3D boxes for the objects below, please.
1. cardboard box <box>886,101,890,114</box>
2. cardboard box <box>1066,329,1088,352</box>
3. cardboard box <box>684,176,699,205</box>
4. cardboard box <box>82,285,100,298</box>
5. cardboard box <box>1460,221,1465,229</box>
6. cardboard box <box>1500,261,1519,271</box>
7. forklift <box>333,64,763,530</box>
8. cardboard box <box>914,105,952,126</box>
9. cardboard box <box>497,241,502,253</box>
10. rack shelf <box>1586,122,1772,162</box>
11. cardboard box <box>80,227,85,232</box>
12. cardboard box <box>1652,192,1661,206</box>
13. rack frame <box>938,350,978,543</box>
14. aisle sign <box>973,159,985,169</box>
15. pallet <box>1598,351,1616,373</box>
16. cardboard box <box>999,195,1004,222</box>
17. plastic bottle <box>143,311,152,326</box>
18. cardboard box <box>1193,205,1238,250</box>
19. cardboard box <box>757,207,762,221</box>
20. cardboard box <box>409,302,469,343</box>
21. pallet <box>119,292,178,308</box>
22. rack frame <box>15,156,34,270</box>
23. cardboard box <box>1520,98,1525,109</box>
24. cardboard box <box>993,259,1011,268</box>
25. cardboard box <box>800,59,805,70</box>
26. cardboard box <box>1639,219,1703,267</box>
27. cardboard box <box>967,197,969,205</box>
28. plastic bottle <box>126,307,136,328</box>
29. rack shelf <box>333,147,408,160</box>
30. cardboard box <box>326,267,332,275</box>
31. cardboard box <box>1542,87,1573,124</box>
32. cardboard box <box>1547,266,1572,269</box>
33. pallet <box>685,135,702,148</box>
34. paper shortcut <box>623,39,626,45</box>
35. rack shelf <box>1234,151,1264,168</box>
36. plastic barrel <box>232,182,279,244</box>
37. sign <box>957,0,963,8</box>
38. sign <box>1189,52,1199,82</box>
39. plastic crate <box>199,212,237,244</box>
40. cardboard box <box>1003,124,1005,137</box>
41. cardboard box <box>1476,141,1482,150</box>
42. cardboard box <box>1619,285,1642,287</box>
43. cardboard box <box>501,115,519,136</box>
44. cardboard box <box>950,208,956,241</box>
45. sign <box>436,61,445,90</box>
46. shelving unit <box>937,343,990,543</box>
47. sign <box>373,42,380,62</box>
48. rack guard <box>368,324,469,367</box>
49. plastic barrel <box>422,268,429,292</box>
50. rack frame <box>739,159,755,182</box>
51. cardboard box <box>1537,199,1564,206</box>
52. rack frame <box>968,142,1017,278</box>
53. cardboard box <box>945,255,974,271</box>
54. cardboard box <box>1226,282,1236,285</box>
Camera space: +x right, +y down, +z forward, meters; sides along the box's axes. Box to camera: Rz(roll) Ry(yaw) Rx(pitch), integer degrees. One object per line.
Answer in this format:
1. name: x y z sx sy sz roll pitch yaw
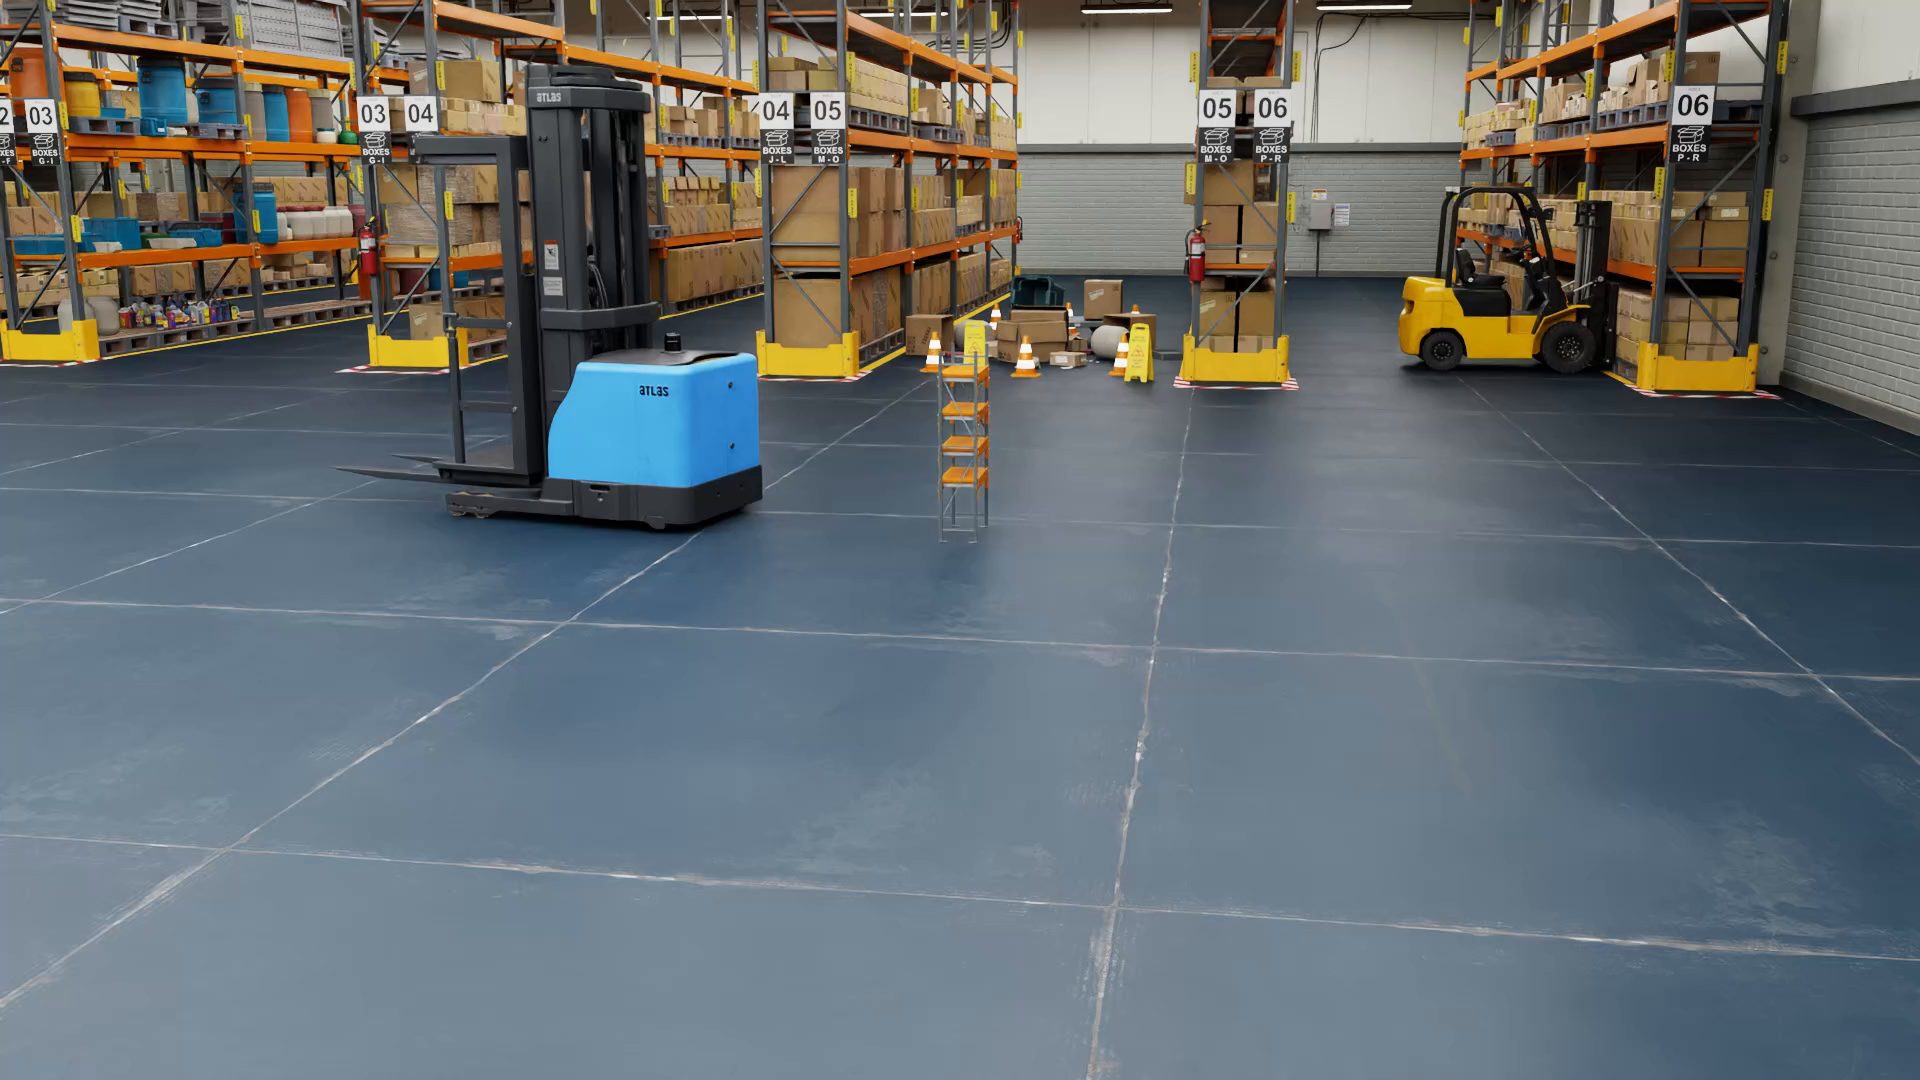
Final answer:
1. cardboard box: -1.101 -5.502 21.144 0.380 0.149 0.250 2 12 8
2. cardboard box: 1.494 -2.679 22.296 0.258 0.266 0.396 -7 14 -30
3. cardboard box: -5.109 -6.236 29.691 0.797 0.503 0.637 2 12 10
4. cardboard box: -15.140 -4.228 28.521 0.500 0.250 0.500 2 12 8
5. cardboard box: 10.169 -6.272 33.071 0.380 0.149 0.250 2 12 8
6. cardboard box: 9.563 -4.742 28.772 0.380 0.149 0.250 1 12 6
7. forklift: -2.930 -1.675 11.308 3.031 2.935 1.130 5 13 21
8. cardboard box: -0.416 -6.538 25.566 0.500 0.311 0.500 2 12 9
9. cardboard box: -6.061 -3.842 21.798 0.380 0.149 0.250 2 12 9
10. rack shelf: 8.338 -4.654 19.557 1.077 0.370 4.000 2 12 9
11. cardboard box: -15.090 -5.272 28.435 0.380 0.149 0.250 2 12 9
12. cardboard box: 7.884 -3.768 18.376 0.380 0.149 0.250 2 12 9
13. rack frame: -0.012 -0.570 10.291 0.240 1.200 0.015 2 12 9
14. aisle sign: 0.394 -8.049 34.551 0.394 0.787 0.004 2 12 9
15. pallet: 8.296 -2.174 20.079 1.003 0.211 1.213 2 12 9
16. cardboard box: 0.571 -6.417 32.205 0.500 0.500 0.500 2 12 7
17. plastic bottle: -11.477 -3.129 23.489 0.097 0.201 0.097 0 12 0
18. cardboard box: 2.936 -3.599 19.132 0.500 0.500 0.500 2 12 8
19. cardboard box: -4.251 -6.578 33.544 0.500 0.250 0.500 2 12 9
20. cardboard box: -6.555 -2.717 20.918 0.500 0.500 0.500 4 13 19
21. pallet: -15.072 -4.382 30.328 1.003 0.211 1.213 2 12 9
22. rack frame: -19.505 -6.584 33.923 1.000 3.000 0.127 2 12 9
23. cardboard box: 9.896 -7.501 28.731 0.396 0.266 0.258 2 12 8
24. cardboard box: 0.838 -5.629 33.850 0.380 0.149 0.250 2 12 7
25. cardboard box: -2.025 -5.543 19.444 0.380 0.149 0.250 2 12 9
26. cardboard box: 7.846 -3.283 18.370 0.500 0.500 0.500 2 12 7
27. cardboard box: -0.046 -5.877 28.829 0.380 0.149 0.250 2 12 8
28. plastic bottle: -11.541 -3.097 23.146 0.061 0.283 0.133 2 12 9
29. rack shelf: -10.023 -6.961 30.262 1.077 0.370 4.000 2 12 9
30. cardboard box: -13.986 -5.884 36.358 0.380 0.166 0.250 2 12 9
31. cardboard box: 8.908 -6.415 24.549 0.500 0.500 0.500 2 12 9
32. cardboard box: 9.801 -4.406 27.214 0.380 0.149 0.250 2 12 7
33. pallet: -5.221 -7.012 29.240 1.003 0.211 1.213 2 12 11
34. paper shortcut: -5.753 -8.562 28.533 0.009 0.170 0.078 12 -17 6
35. rack shelf: 4.663 -6.480 28.027 1.077 0.370 4.000 2 12 9
36. plastic barrel: -10.587 -4.913 24.981 0.600 0.901 0.708 2 12 9
37. sign: -0.002 -8.537 26.155 0.100 0.325 0.005 2 12 9
38. sign: 2.580 -5.205 18.302 0.100 0.325 0.005 2 12 9
39. plastic crate: -11.174 -4.739 25.213 0.402 0.464 0.583 2 12 9
40. cardboard box: 0.612 -7.969 32.399 0.500 0.250 0.500 1 12 6
41. cardboard box: 9.847 -7.371 31.050 0.380 0.149 0.250 2 12 10
42. cardboard box: 8.107 -3.005 20.475 0.500 0.250 0.500 2 12 11
43. cardboard box: -6.109 -5.408 21.705 0.500 0.250 0.500 2 12 10
44. cardboard box: -0.355 -5.034 26.496 0.500 0.500 0.500 2 12 9
45. sign: -6.131 -5.480 19.609 0.100 0.325 0.005 2 12 9
46. shelving unit: 0.025 -0.621 10.527 0.258 1.200 0.503 2 12 9
47. sign: -9.786 -8.189 27.896 0.100 0.325 0.005 2 12 9
48. rack guard: -6.655 -2.398 20.435 1.175 0.500 0.348 2 12 9
49. plastic barrel: -10.100 -4.877 30.913 0.421 0.512 0.421 0 12 0
50. rack frame: -4.206 -6.935 35.553 1.000 3.000 0.127 2 12 9
51. cardboard box: 8.881 -5.042 24.992 0.380 0.149 0.250 2 12 10
52. rack frame: 0.679 -6.753 34.710 1.000 3.000 0.127 2 12 9
53. cardboard box: -0.039 -4.782 28.718 0.500 0.250 0.500 2 12 9
54. cardboard box: 3.231 -3.010 21.090 0.500 0.500 0.500 3 12 12
